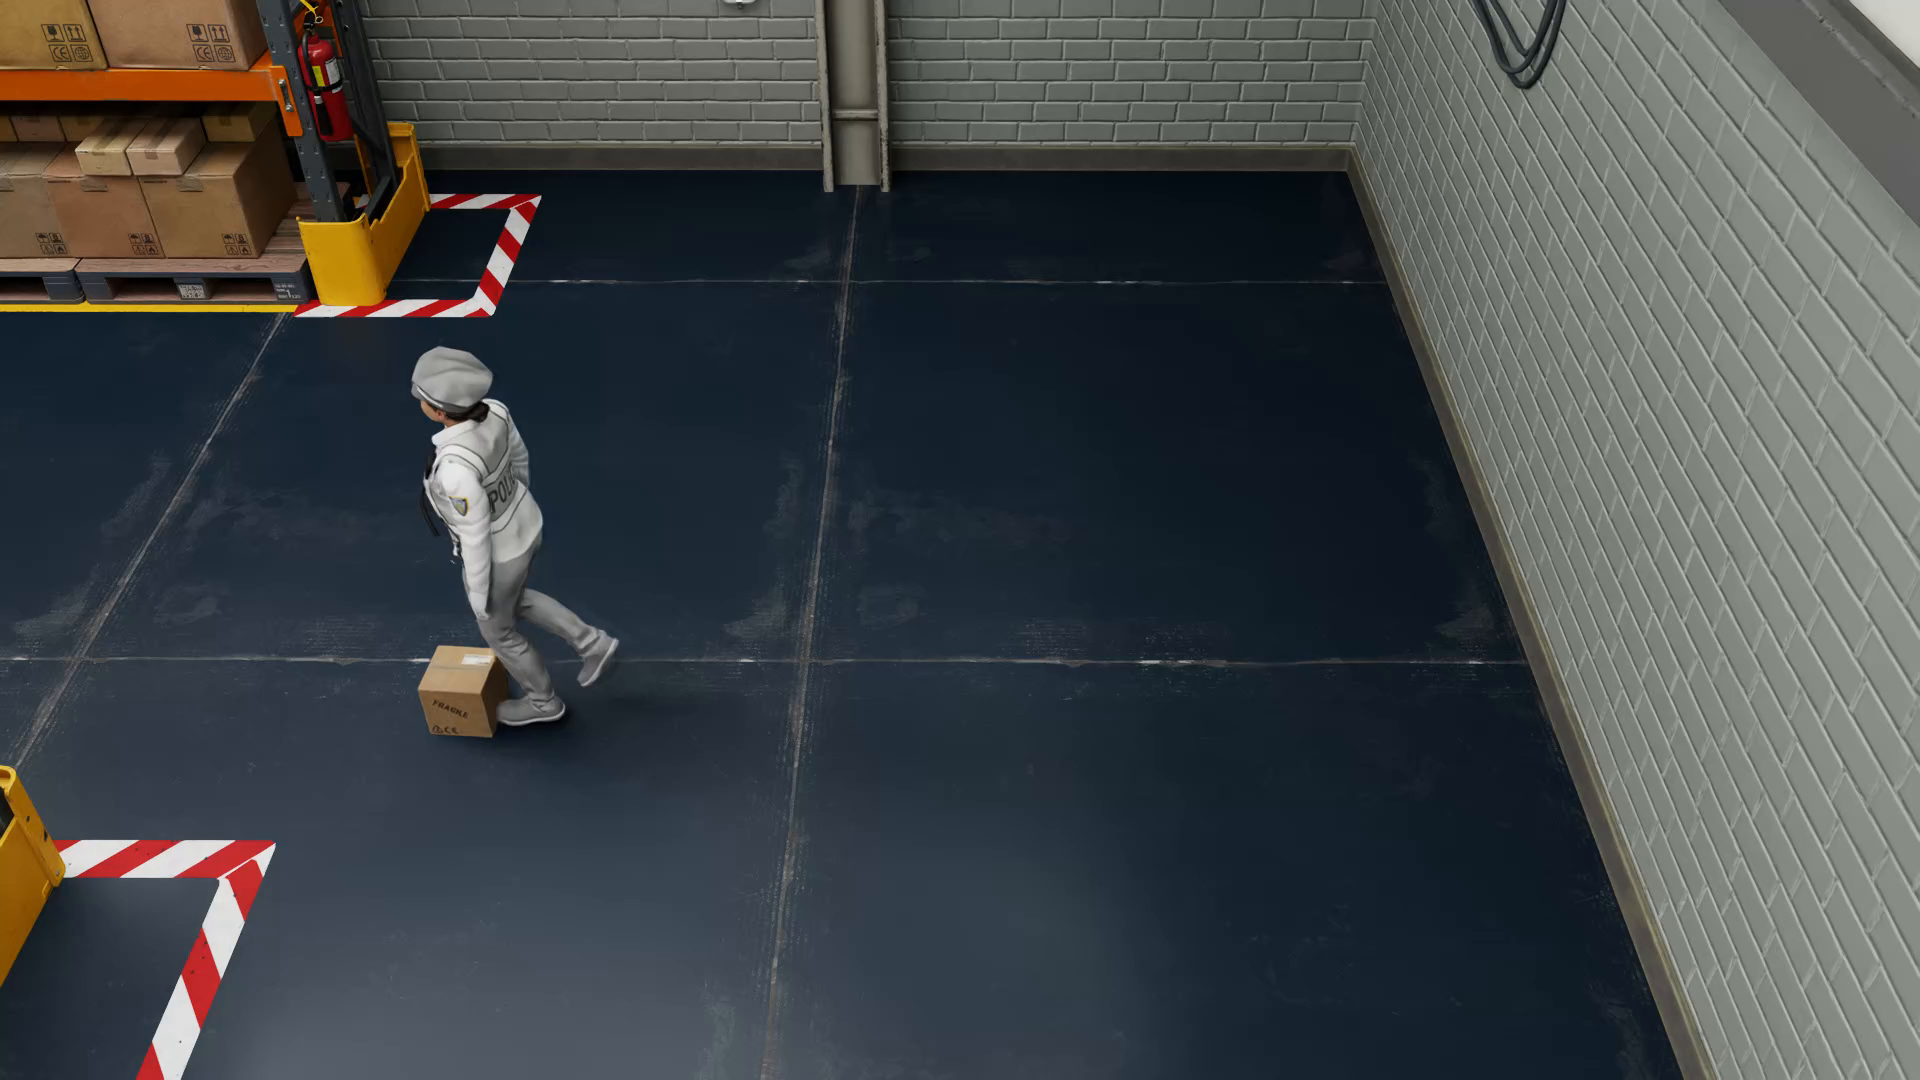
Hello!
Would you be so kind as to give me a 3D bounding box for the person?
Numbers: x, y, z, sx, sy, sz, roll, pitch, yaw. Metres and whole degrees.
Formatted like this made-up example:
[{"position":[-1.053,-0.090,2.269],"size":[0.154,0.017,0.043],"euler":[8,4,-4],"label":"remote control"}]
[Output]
[{"position":[-1.612,0.024,6.089],"size":[0.530,1.678,0.519],"euler":[5,40,6],"label":"person"}]
